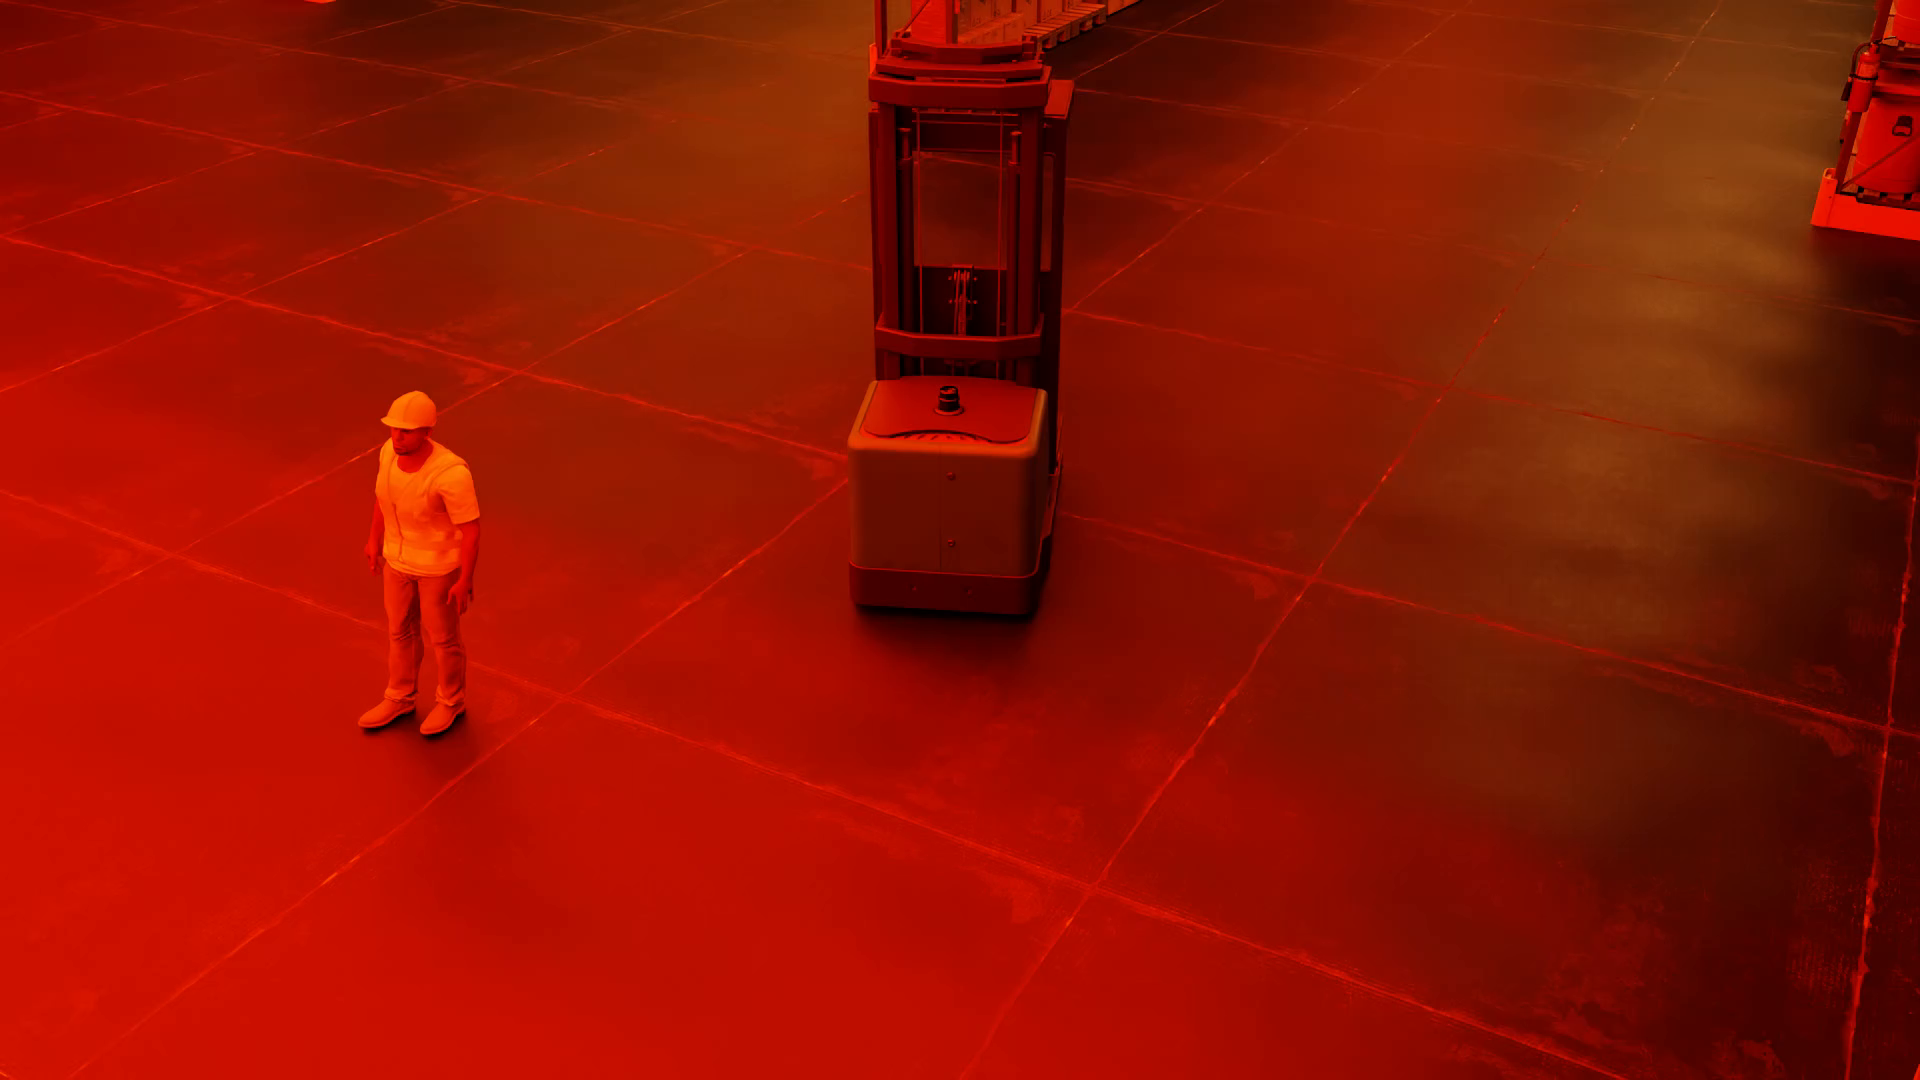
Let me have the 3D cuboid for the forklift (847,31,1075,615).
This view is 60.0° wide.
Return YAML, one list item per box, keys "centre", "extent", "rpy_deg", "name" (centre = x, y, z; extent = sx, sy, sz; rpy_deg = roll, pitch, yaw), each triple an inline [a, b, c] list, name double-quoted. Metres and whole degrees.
- centre: [0.072, -1.572, 9.794]
  extent: [1.130, 2.935, 3.031]
  rpy_deg: [3, 30, 6]
  name: "forklift"

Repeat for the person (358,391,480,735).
- centre: [-2.628, 0.135, 7.988]
  extent: [0.665, 1.765, 0.577]
  rpy_deg: [16, 34, 26]
  name: "person"
